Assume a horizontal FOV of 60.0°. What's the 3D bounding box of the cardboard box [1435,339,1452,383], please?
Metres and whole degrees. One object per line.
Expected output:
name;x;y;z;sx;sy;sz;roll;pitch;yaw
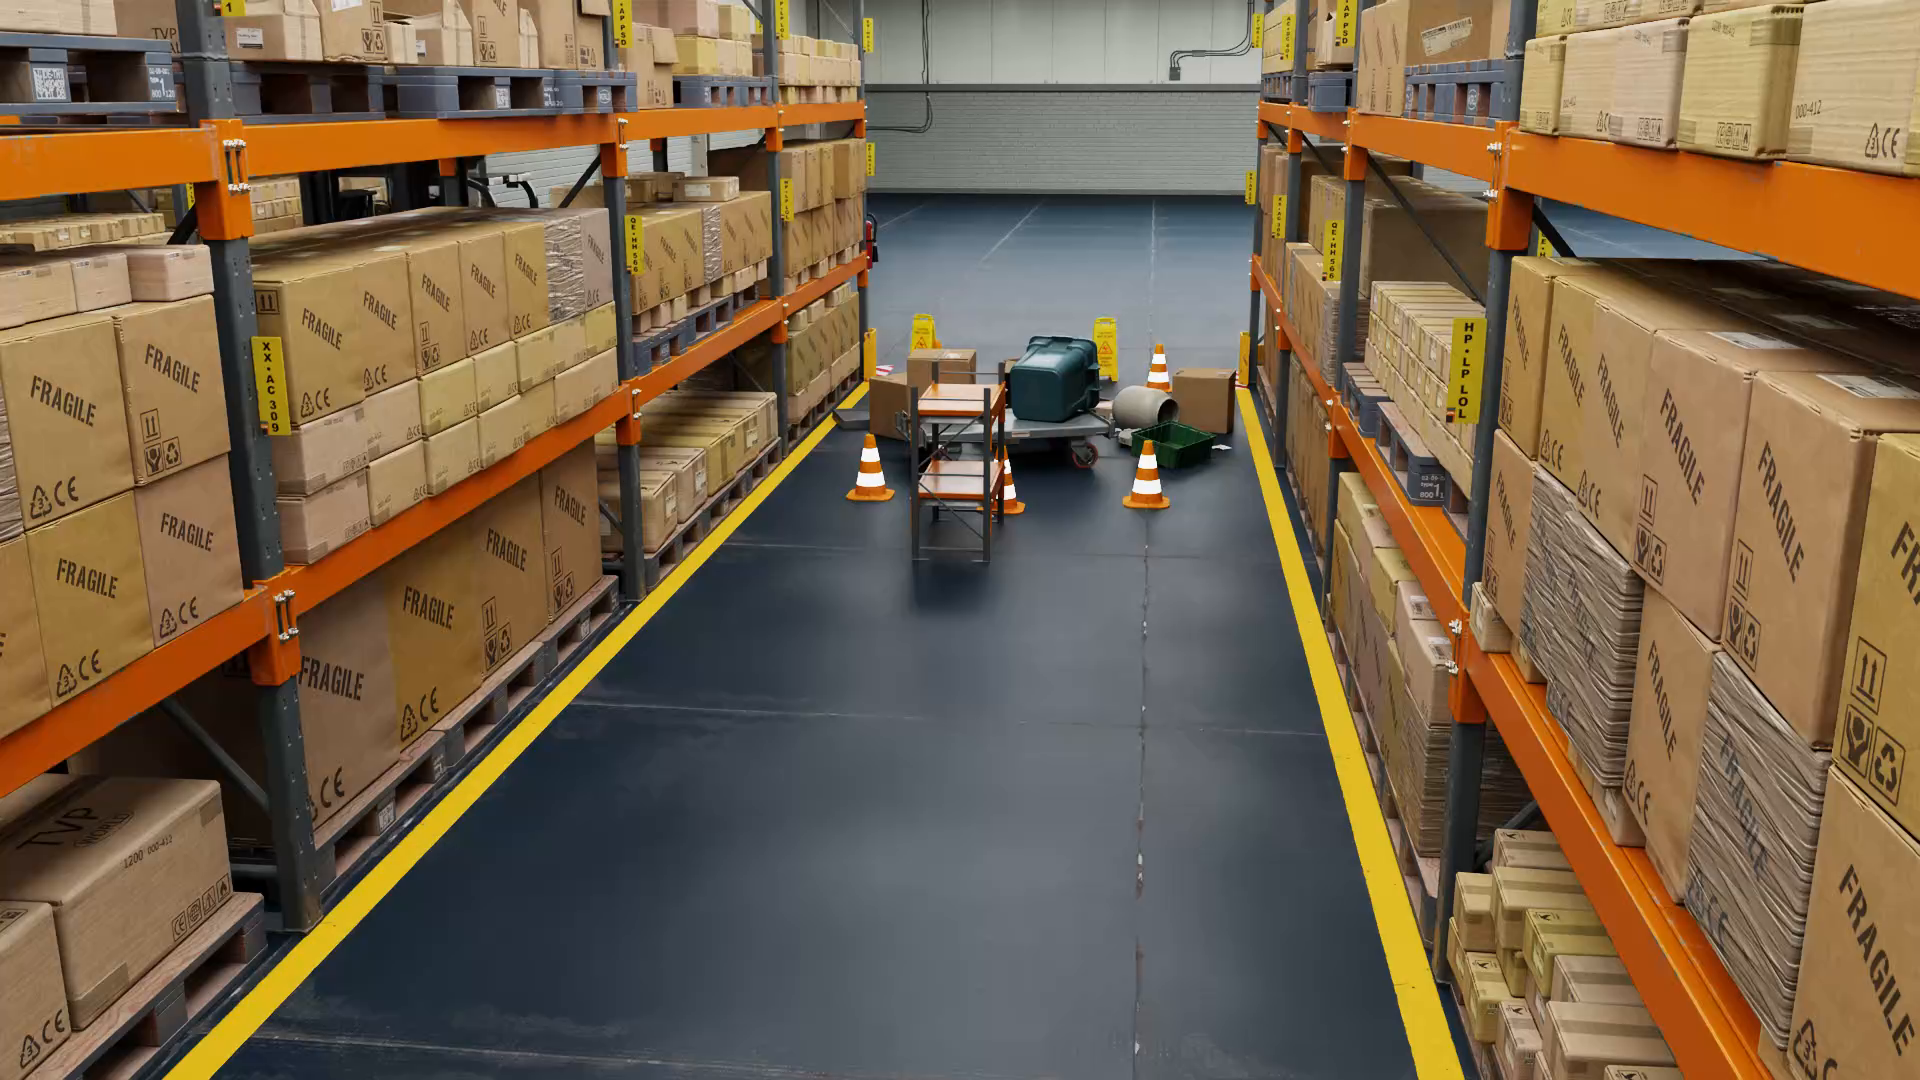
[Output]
cardboard box;2.083;-0.693;6.514;0.380;0.149;0.250;1;15;4

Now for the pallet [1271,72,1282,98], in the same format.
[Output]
pallet;3.256;-3.953;14.459;1.003;0.211;1.213;2;15;6

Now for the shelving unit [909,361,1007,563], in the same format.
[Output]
shelving unit;-0.001;-0.541;11.009;0.538;1.125;1.048;2;15;6

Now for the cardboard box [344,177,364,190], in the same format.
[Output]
cardboard box;-6.228;-3.595;16.707;0.380;0.149;0.250;2;15;8

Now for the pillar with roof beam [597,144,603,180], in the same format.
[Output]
pillar with roof beam;-1.740;-9.050;27.392;9.100;9.000;0.400;2;15;6

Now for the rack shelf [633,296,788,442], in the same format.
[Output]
rack shelf;-2.142;-1.274;11.506;1.077;0.370;4.000;2;15;6

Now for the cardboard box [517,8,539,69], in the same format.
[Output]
cardboard box;-2.176;-2.321;7.706;0.396;0.266;0.258;1;15;5

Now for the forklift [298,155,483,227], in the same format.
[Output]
forklift;-4.350;-2.021;13.022;1.130;2.935;3.031;2;15;6

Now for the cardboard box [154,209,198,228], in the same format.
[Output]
cardboard box;-6.552;-2.722;14.047;0.380;0.149;0.250;1;15;5

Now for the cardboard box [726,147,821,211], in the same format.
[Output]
cardboard box;-1.572;-3.054;14.034;0.700;0.500;0.500;2;15;7

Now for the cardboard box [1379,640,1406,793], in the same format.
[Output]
cardboard box;2.002;0.726;6.716;0.500;0.500;0.500;1;15;5

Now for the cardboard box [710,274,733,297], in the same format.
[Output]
cardboard box;-1.830;-1.816;11.808;0.380;0.149;0.250;2;15;6

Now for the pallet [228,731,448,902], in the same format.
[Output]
pallet;-2.807;1.078;6.769;1.003;0.211;1.213;2;15;6

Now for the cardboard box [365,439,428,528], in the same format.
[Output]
cardboard box;-2.451;-0.234;6.566;0.500;0.250;0.500;1;15;5

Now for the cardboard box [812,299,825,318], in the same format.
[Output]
cardboard box;-1.425;-2.070;14.854;0.380;0.149;0.250;3;15;9

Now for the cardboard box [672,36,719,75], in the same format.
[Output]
cardboard box;-1.959;-3.299;11.354;0.500;0.250;0.500;2;15;7

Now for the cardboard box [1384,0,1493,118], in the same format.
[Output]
cardboard box;2.132;-2.079;7.168;0.500;0.500;0.500;2;15;6

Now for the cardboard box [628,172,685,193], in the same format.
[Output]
cardboard box;-2.321;-2.736;12.726;0.380;0.149;0.250;2;15;6

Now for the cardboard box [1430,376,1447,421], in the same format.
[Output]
cardboard box;2.076;-0.551;6.560;0.380;0.149;0.250;1;15;3

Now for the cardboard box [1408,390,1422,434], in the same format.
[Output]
cardboard box;2.132;-0.543;7.101;0.380;0.149;0.250;1;15;4

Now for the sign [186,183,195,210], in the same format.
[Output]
sign;-6.309;-2.793;13.677;0.100;0.325;0.005;2;15;6

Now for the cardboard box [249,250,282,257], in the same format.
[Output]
cardboard box;-2.967;-0.854;6.466;0.500;0.500;0.500;2;15;7

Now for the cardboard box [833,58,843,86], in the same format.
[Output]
cardboard box;-1.367;-4.291;15.256;0.500;0.250;0.500;2;15;8

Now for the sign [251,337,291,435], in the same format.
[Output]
sign;-2.268;-0.505;5.475;0.100;0.325;0.005;2;15;6

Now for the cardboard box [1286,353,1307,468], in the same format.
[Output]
cardboard box;3.032;-0.974;12.522;1.050;0.750;0.750;2;15;6

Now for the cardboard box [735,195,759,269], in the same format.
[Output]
cardboard box;-1.796;-2.280;12.280;0.500;0.500;0.500;2;15;7

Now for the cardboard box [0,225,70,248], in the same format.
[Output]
cardboard box;-6.782;-2.219;12.189;0.380;0.149;0.250;2;15;7

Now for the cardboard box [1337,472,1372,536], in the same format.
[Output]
cardboard box;2.243;-0.170;8.590;0.500;0.250;0.500;1;15;4

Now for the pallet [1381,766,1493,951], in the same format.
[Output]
pallet;2.197;1.198;6.326;1.003;0.211;1.213;2;15;6

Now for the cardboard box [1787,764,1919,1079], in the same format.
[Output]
cardboard box;1.517;0.642;2.279;0.500;0.500;0.500;1;15;5

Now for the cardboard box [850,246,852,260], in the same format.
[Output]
cardboard box;-1.264;-2.818;16.319;0.380;0.149;0.250;1;15;5

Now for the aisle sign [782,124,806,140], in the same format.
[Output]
aisle sign;-1.766;-4.458;16.921;0.394;0.787;0.004;2;15;6

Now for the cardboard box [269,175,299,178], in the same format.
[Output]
cardboard box;-6.769;-3.548;16.531;0.380;0.149;0.250;2;15;7

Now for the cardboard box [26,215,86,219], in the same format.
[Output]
cardboard box;-7.184;-2.494;13.204;0.380;0.149;0.250;1;15;4

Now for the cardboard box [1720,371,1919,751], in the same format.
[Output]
cardboard box;1.570;0.025;2.647;0.500;0.500;0.500;2;15;9

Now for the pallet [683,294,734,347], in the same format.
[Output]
pallet;-2.185;-1.525;11.422;1.003;0.211;1.213;2;15;6

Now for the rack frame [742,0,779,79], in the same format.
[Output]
rack frame;-1.917;-5.036;12.547;1.000;3.000;0.127;2;15;6

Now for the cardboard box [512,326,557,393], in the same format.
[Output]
cardboard box;-2.262;-0.872;7.970;0.500;0.250;0.500;1;15;5

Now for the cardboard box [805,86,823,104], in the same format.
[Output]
cardboard box;-1.405;-3.872;14.471;0.380;0.149;0.250;1;15;5

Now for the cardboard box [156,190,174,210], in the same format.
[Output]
cardboard box;-6.518;-2.864;14.004;0.380;0.149;0.250;2;15;7

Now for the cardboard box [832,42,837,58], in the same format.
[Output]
cardboard box;-1.368;-4.596;15.620;0.380;0.149;0.250;2;15;7

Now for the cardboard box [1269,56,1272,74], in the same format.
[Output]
cardboard box;2.994;-4.294;15.036;0.380;0.149;0.250;2;15;6

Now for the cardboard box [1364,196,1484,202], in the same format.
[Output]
cardboard box;2.678;-1.761;9.823;0.700;0.500;0.500;1;15;5

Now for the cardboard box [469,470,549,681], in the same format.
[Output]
cardboard box;-2.633;0.128;8.208;0.875;0.875;0.875;2;15;7

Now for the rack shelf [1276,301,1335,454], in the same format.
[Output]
rack shelf;2.787;-1.155;11.064;1.077;0.370;4.000;2;15;6

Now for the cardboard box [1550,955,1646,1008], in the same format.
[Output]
cardboard box;1.789;1.229;4.388;0.380;0.149;0.250;1;15;5

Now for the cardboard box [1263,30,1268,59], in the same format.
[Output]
cardboard box;3.155;-4.711;15.811;0.500;0.250;0.500;2;15;6

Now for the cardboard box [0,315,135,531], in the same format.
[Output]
cardboard box;-2.664;-0.334;4.545;0.500;0.500;0.500;1;15;5

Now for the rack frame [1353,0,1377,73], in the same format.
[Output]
rack frame;2.562;-3.879;8.268;1.000;3.000;0.127;2;15;6

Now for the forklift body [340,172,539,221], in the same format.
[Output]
forklift body;-4.799;-2.368;15.797;2.313;2.155;1.214;2;15;6

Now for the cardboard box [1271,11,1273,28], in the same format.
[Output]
cardboard box;2.995;-4.680;14.934;0.380;0.149;0.250;1;15;5

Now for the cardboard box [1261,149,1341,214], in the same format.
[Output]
cardboard box;3.215;-3.270;15.153;0.875;0.550;0.550;2;15;6

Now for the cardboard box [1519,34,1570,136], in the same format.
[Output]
cardboard box;1.796;-1.209;4.428;0.500;0.250;0.500;2;15;9
